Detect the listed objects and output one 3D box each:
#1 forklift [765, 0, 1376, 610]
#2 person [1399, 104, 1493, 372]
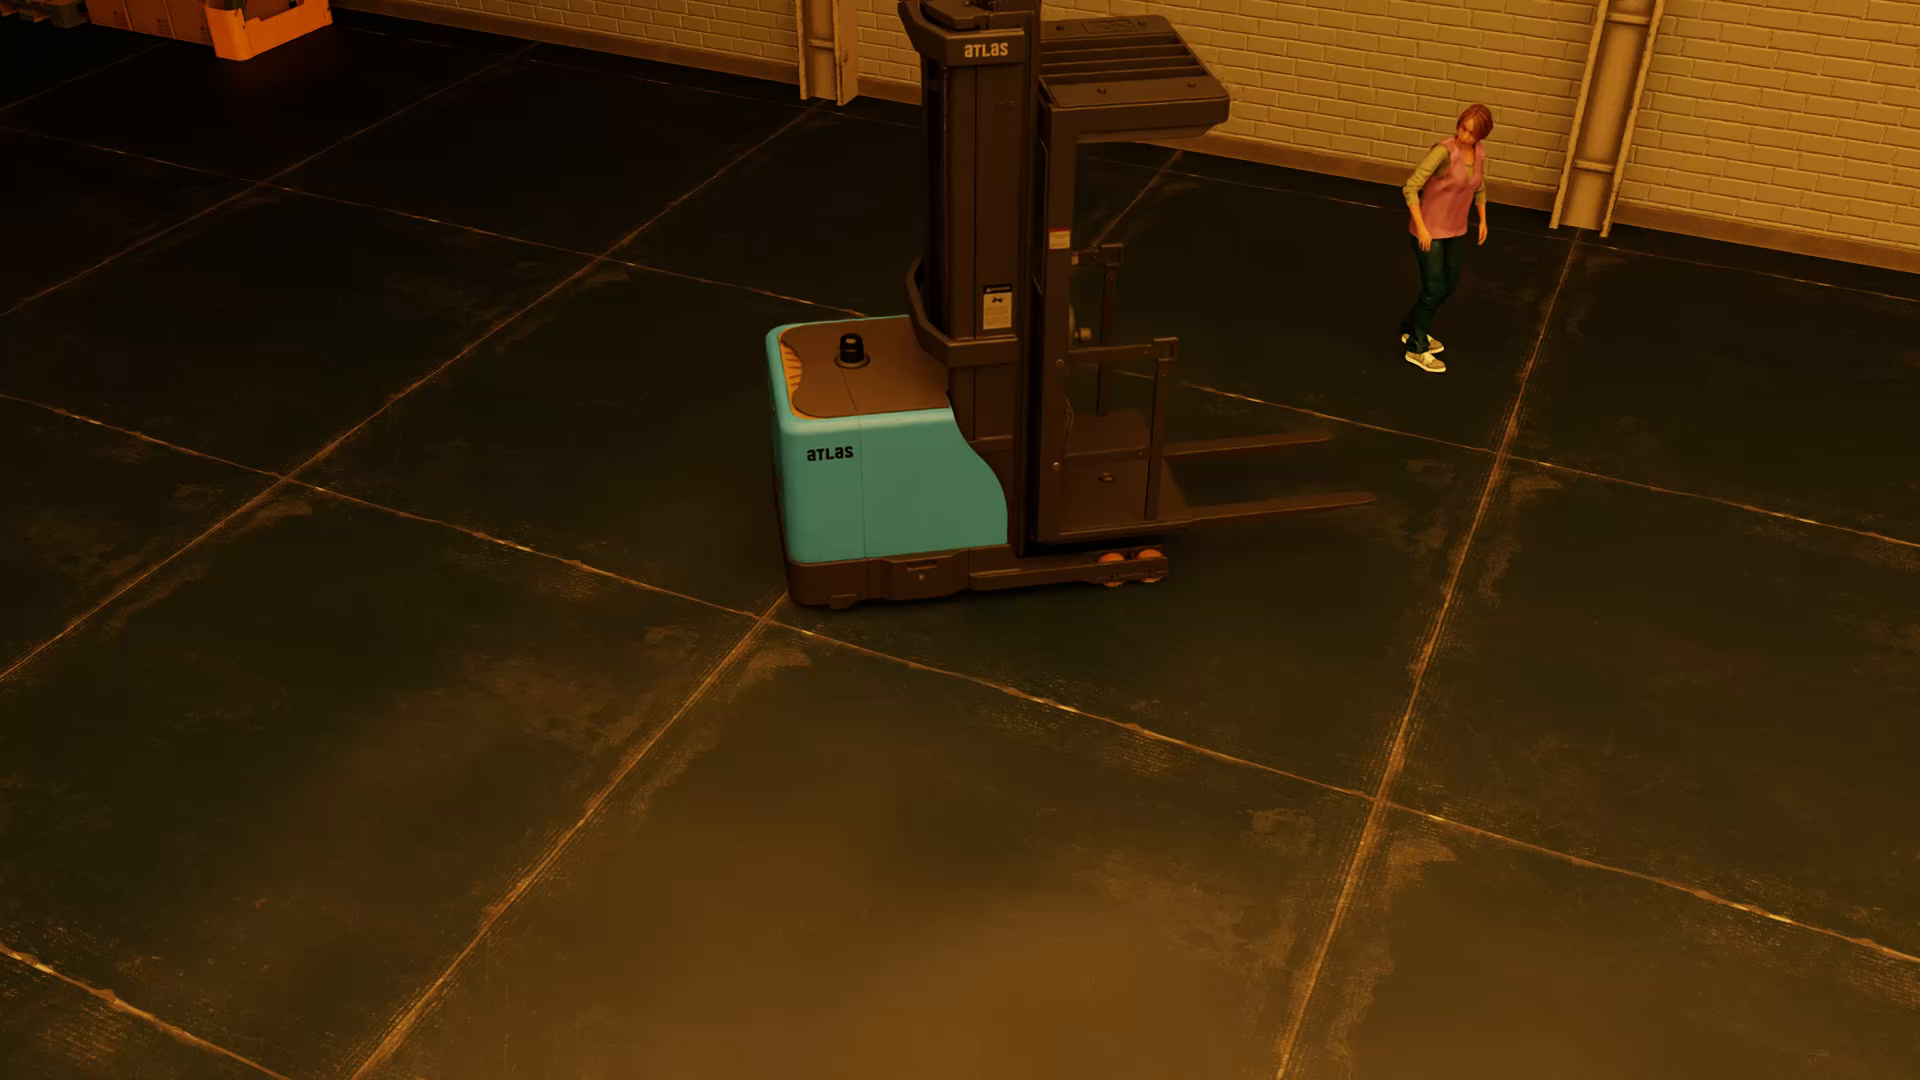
[{"bbox_3d":[0.587,-1.259,7.852,3.031,2.935,1.130,-6,36,-8],"label":"forklift"},{"bbox_3d":[2.880,-1.782,9.771,0.613,1.562,0.448,-26,43,-31],"label":"person"}]
